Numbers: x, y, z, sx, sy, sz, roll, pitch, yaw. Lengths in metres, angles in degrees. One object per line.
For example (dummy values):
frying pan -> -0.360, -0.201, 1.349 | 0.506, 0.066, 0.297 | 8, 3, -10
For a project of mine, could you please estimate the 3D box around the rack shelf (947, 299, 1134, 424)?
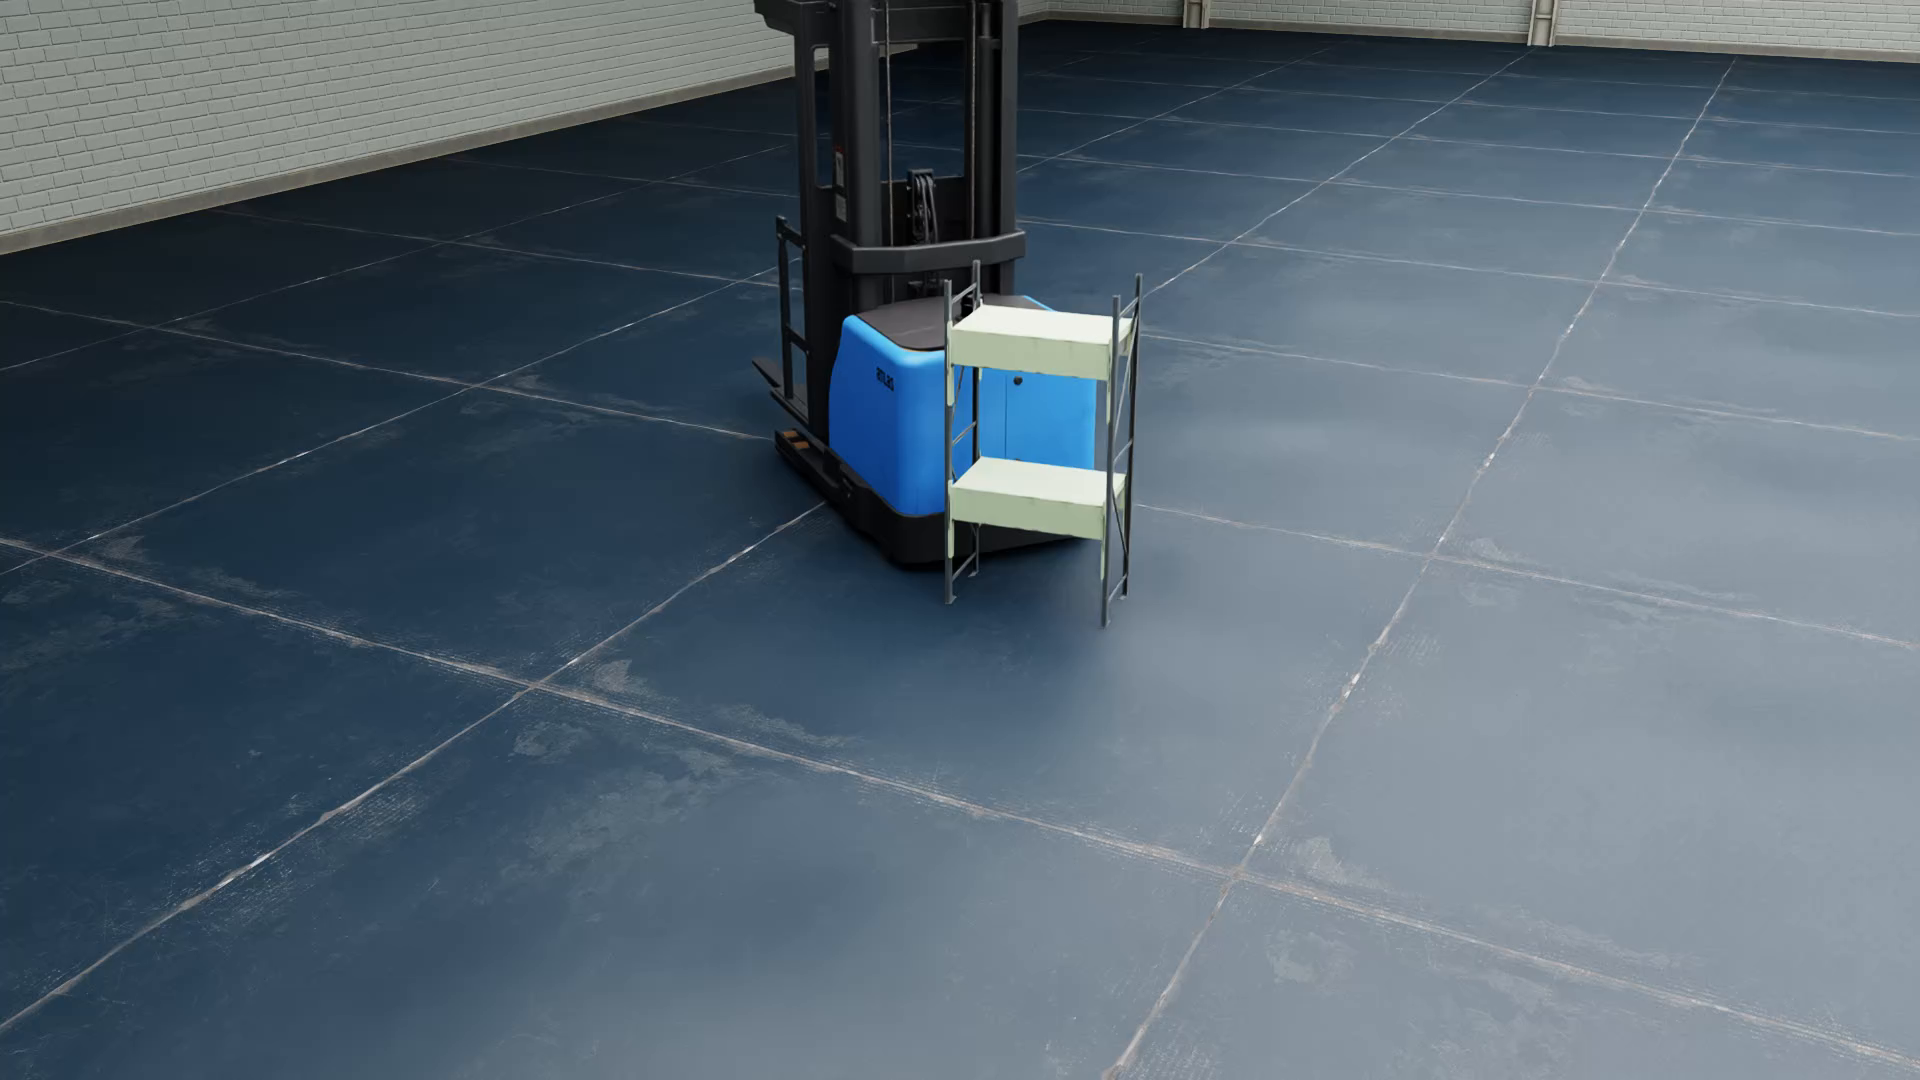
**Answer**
rack shelf -> 0.354, -0.777, 7.163 | 0.720, 0.370, 0.431 | 8, 24, 18

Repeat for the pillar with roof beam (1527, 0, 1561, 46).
pillar with roof beam -> 7.670, -10.832, 22.222 | 0.400, 9.000, 9.100 | 11, 25, 25

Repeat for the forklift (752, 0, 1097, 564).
forklift -> -0.384, -1.783, 8.698 | 1.130, 2.935, 3.031 | -10, 25, -21

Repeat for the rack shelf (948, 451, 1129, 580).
rack shelf -> 0.354, -0.118, 7.444 | 0.720, 0.370, 0.431 | 8, 24, 18

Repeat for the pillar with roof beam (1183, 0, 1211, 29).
pillar with roof beam -> 2.315, -11.891, 24.713 | 0.400, 9.000, 9.100 | 11, 25, 25

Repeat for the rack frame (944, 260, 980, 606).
rack frame -> 0.010, -0.466, 7.430 | 0.023, 1.500, 0.400 | 8, 24, 18

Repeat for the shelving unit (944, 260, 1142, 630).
shelving unit -> 0.354, -0.418, 7.316 | 0.755, 1.500, 0.431 | 8, 24, 18

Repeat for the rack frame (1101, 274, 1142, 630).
rack frame -> 0.699, -0.369, 7.202 | 0.023, 1.500, 0.400 | 8, 24, 18
